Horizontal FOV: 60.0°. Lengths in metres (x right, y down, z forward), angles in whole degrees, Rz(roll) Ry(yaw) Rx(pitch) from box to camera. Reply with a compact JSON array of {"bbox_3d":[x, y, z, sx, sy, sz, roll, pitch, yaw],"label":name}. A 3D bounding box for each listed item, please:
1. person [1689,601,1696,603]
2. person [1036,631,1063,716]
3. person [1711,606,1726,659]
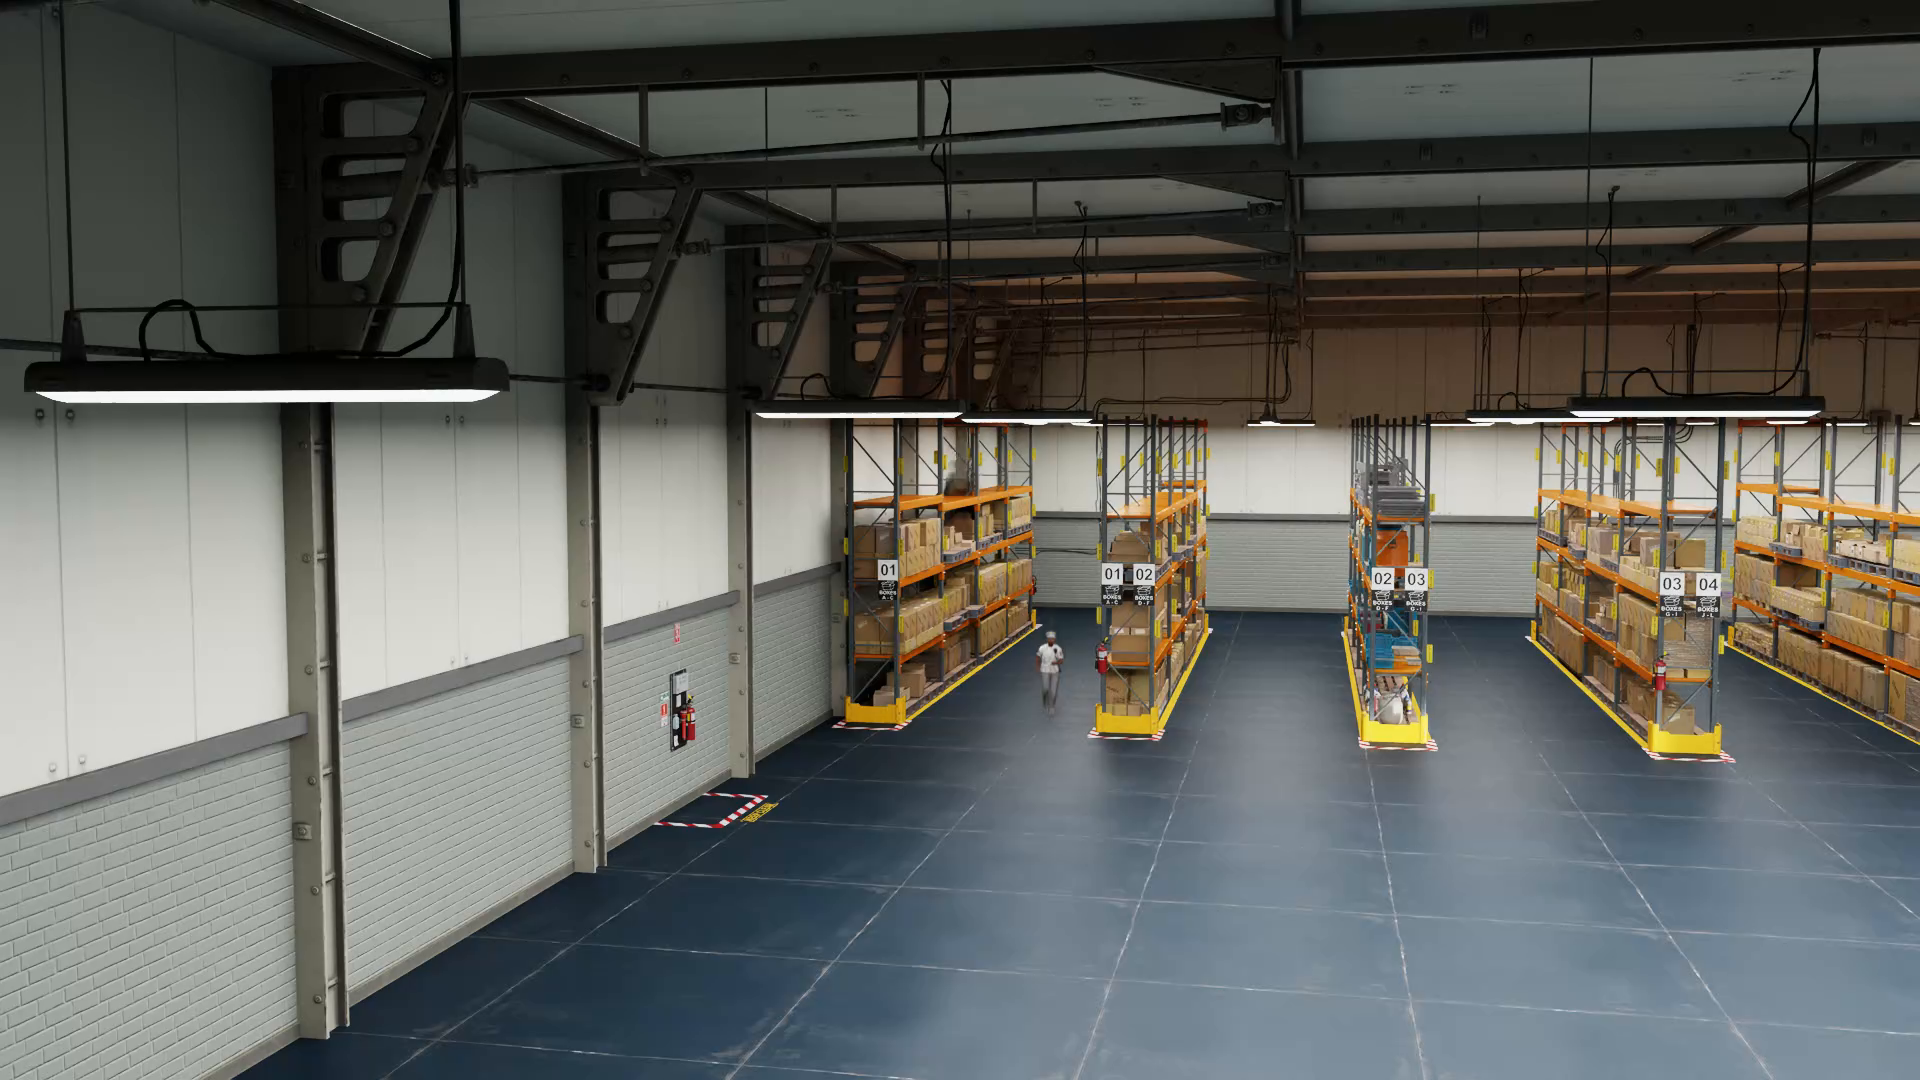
[{"bbox_3d":[19.133,1.930,43.962,0.778,1.729,0.860,2,4,28],"label":"person"},{"bbox_3d":[1.794,2.666,33.236,0.546,1.695,0.666,0,4,0],"label":"person"},{"bbox_3d":[18.475,2.199,40.793,0.574,1.704,0.687,1,4,17],"label":"person"}]
